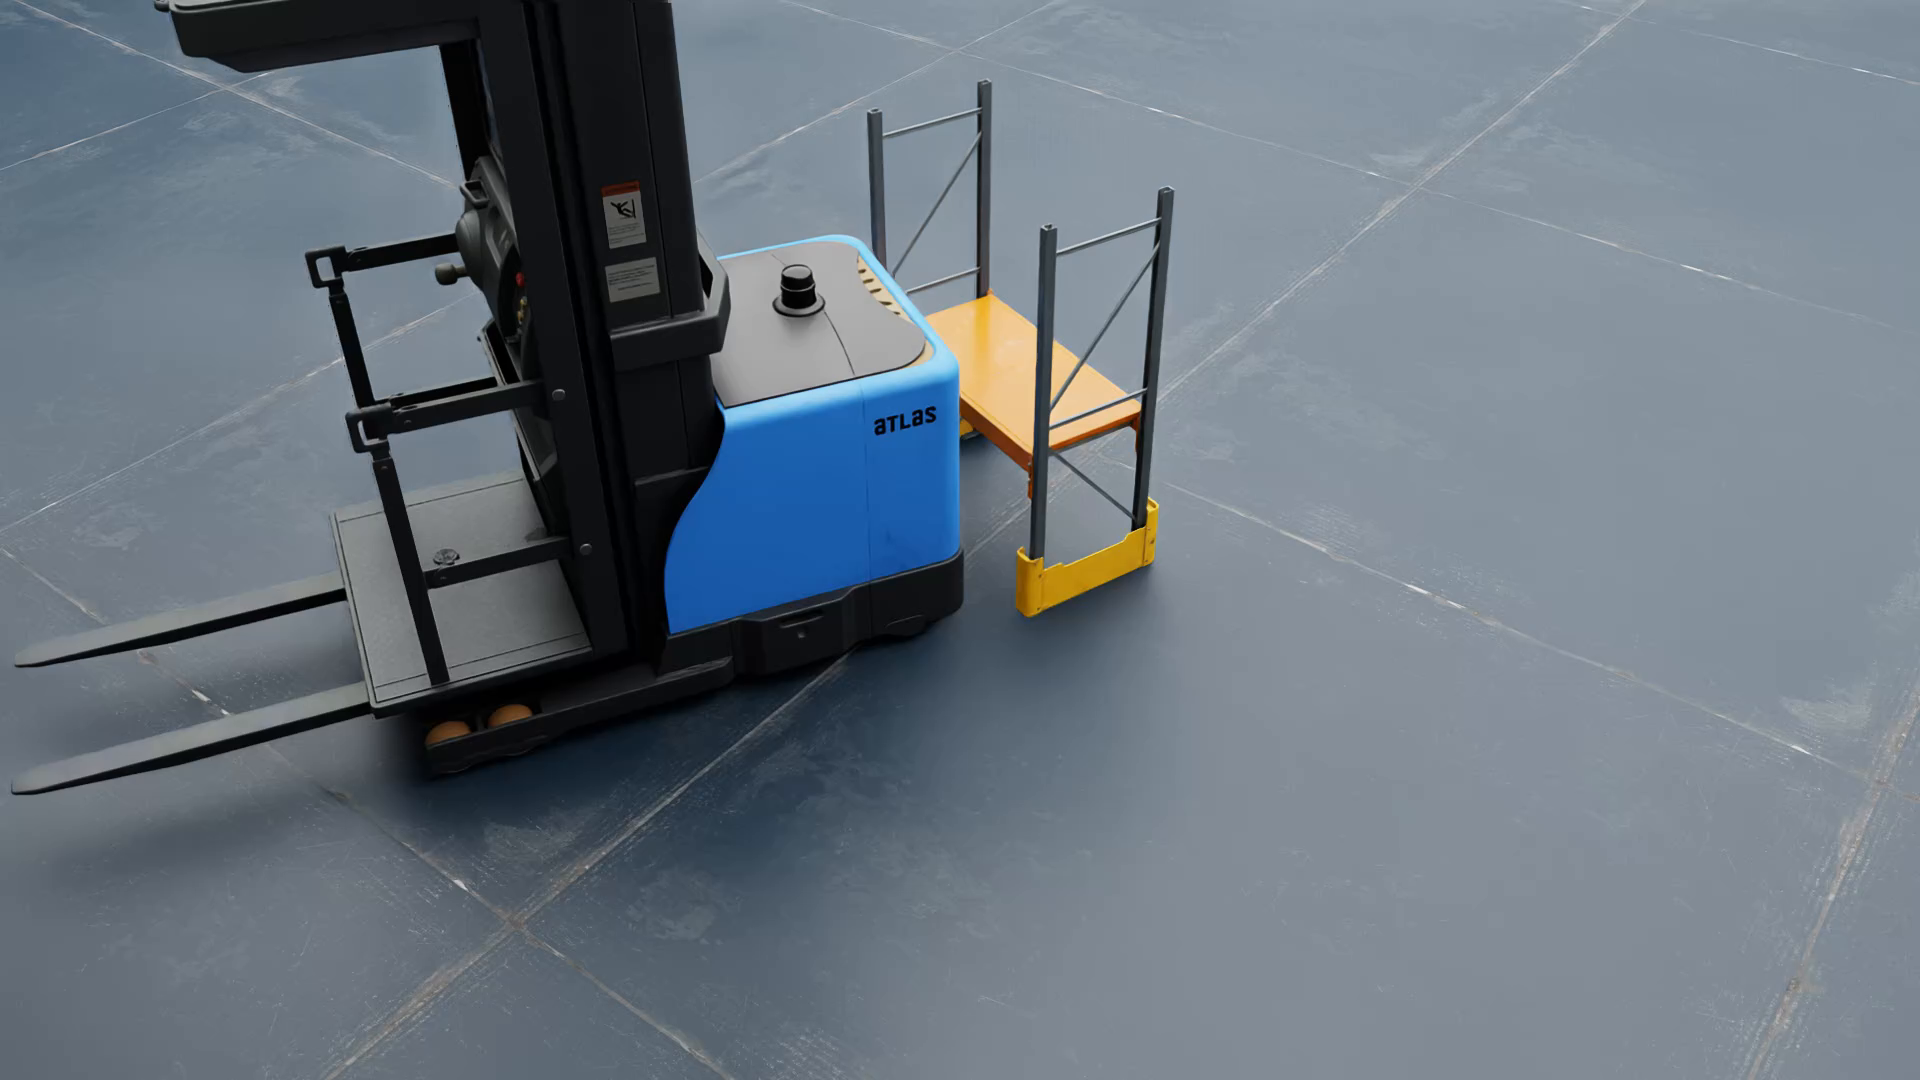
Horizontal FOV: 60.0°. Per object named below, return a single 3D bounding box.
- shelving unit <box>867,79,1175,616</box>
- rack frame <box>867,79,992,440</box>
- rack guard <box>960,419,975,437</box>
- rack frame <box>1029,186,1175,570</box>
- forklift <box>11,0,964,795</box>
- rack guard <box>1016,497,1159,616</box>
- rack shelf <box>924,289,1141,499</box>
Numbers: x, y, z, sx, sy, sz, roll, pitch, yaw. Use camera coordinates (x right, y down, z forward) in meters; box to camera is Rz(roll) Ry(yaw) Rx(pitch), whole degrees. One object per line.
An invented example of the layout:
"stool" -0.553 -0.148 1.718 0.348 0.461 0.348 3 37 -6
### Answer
"shelving unit" 0.183 -0.691 5.917 0.587 1.500 1.083 -22 43 -26
"rack frame" -0.102 -0.957 6.256 0.500 1.500 0.032 -22 43 -26
"rack guard" -0.091 -0.455 6.629 0.587 0.250 0.087 -22 43 -26
"rack frame" 0.459 -0.435 5.589 0.500 1.500 0.032 -22 43 -26
"forklift" -1.552 -0.783 4.873 3.031 2.935 1.130 -15 40 -18
"rack guard" 0.458 0.057 5.975 0.587 0.250 0.087 -22 43 -26
"rack shelf" 0.178 -0.554 6.033 0.538 0.185 1.000 -22 43 -26
